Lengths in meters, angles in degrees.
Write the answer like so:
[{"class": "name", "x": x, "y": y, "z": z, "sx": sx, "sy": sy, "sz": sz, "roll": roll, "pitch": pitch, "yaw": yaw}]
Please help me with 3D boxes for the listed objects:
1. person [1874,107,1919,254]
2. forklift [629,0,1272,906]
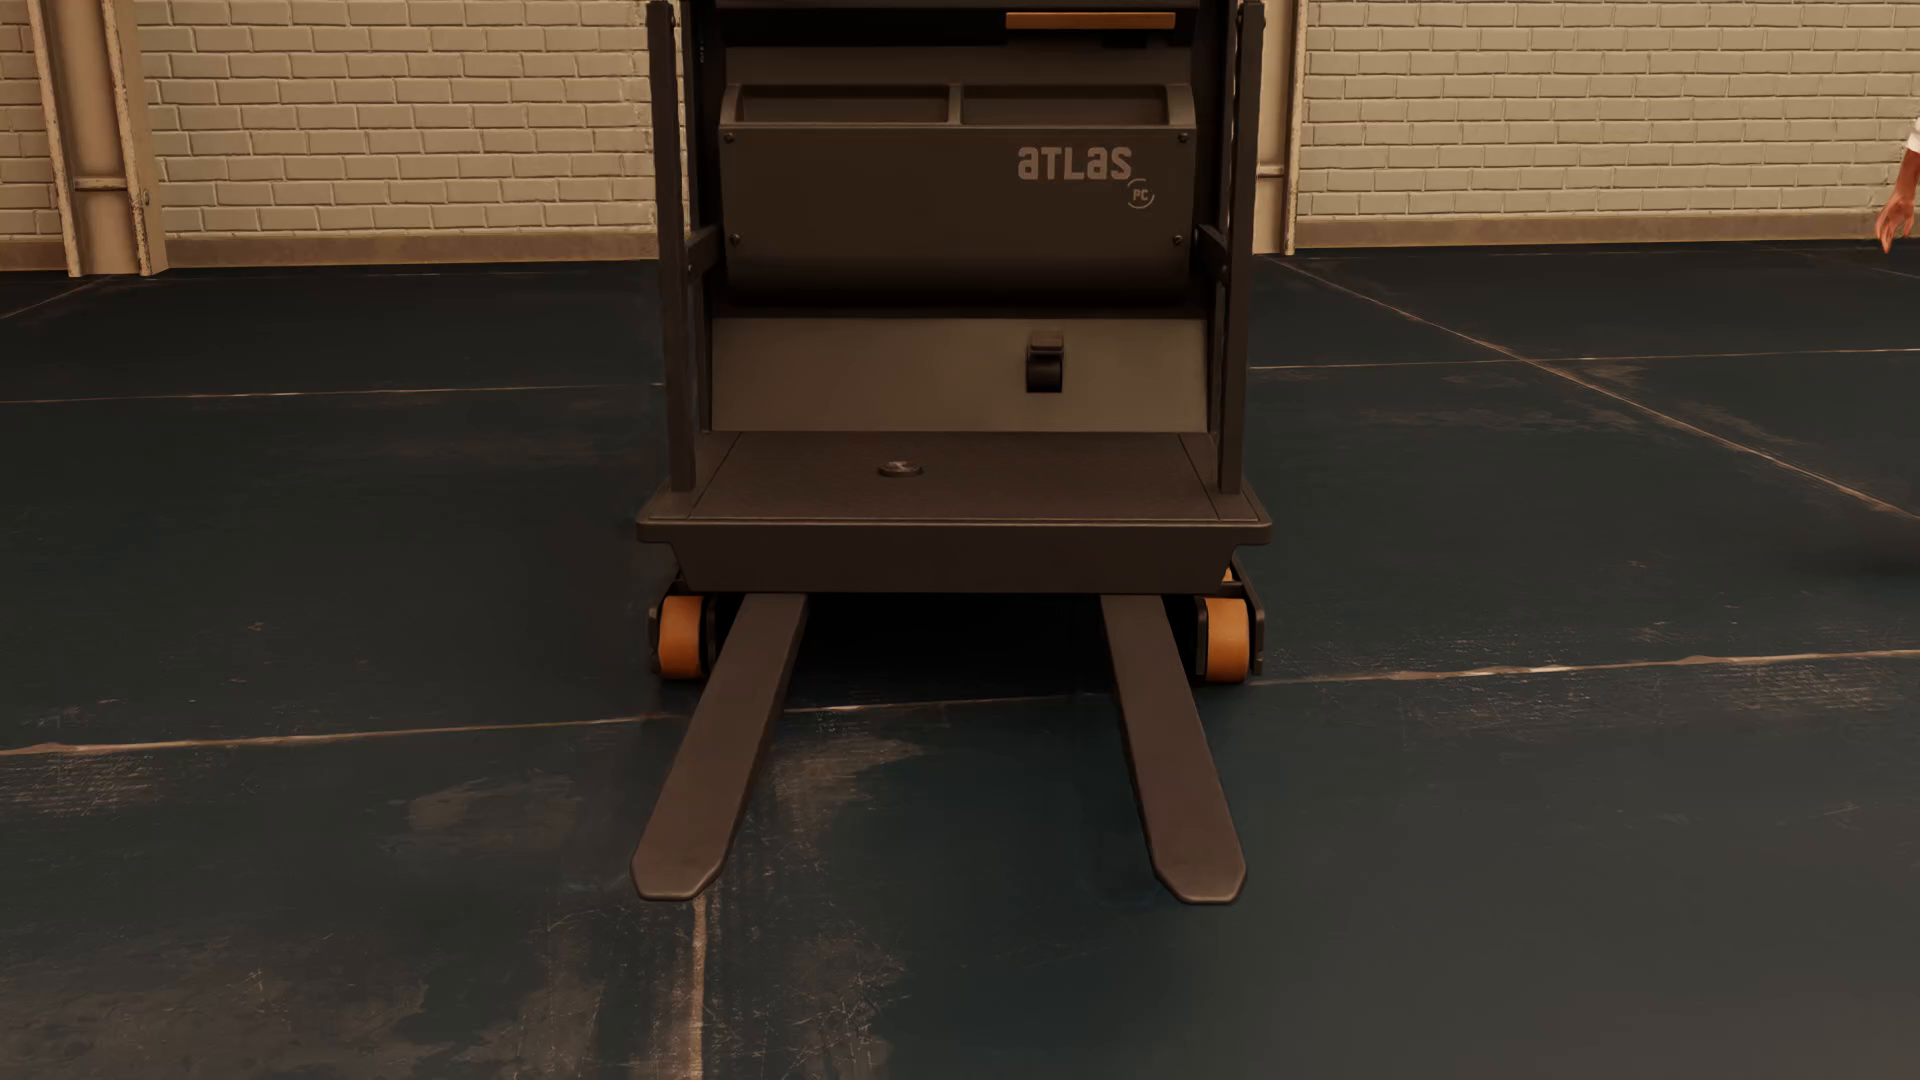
[{"class": "person", "x": 2.422, "y": -0.708, "z": 3.673, "sx": 0.580, "sy": 1.540, "sz": 0.563, "roll": -4, "pitch": 17, "yaw": -13}, {"class": "forklift", "x": -0.006, "y": -1.225, "z": 2.952, "sx": 1.130, "sy": 2.935, "sz": 3.031, "roll": 0, "pitch": 17, "yaw": 1}]
